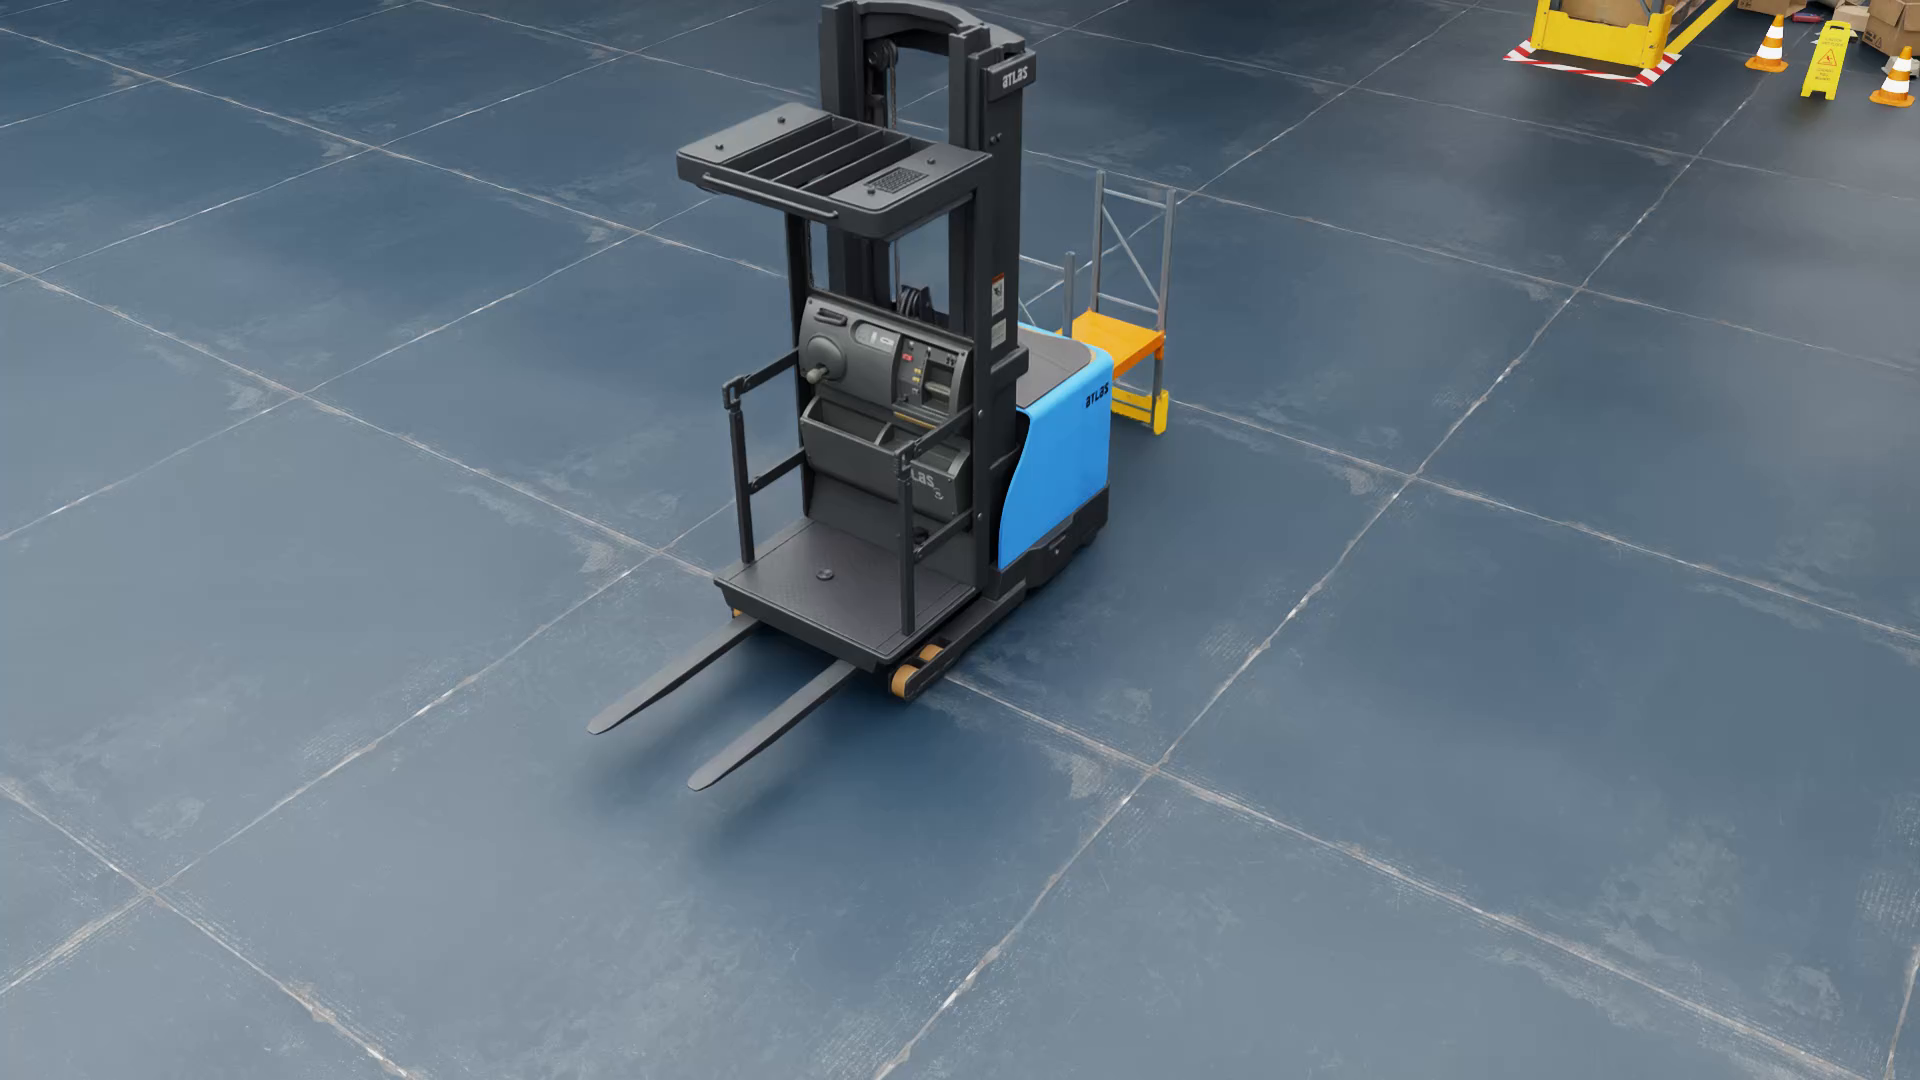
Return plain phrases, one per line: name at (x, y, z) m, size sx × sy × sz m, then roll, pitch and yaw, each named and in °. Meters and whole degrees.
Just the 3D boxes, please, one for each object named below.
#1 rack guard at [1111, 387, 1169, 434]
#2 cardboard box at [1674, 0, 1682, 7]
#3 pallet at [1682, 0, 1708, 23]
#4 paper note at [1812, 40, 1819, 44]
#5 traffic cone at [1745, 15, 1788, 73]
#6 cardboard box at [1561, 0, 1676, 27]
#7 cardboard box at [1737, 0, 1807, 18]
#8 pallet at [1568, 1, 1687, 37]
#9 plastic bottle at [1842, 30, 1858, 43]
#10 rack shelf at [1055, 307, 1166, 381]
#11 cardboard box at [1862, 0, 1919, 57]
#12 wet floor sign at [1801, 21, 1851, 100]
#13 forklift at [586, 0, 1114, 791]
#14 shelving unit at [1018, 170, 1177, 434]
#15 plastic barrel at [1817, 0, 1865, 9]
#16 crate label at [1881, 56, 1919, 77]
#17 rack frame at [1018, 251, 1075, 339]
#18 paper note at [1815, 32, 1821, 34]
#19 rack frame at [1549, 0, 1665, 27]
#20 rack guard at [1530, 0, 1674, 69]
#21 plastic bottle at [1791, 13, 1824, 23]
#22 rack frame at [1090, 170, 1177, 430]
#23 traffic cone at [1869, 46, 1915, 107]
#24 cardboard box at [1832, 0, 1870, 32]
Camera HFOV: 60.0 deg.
rack guard at (0.971, -0.843, 9.950) m, size 0.587 × 0.250 × 0.087 m, roll 22°, pitch 40°, yaw 29°
cardboard box at (6.852, -5.889, 16.478) m, size 0.875 × 0.875 × 0.875 m, roll 21°, pitch 39°, yaw 27°
pallet at (7.107, -5.653, 17.097) m, size 1.003 × 0.211 × 1.213 m, roll 21°, pitch 39°, yaw 28°
paper note at (8.285, -4.786, 15.977) m, size 0.142 × 0.017 × 0.144 m, roll -22°, pitch 40°, yaw -29°
traffic cone at (7.489, -4.596, 15.309) m, size 0.336 × 0.463 × 0.334 m, roll 21°, pitch 39°, yaw 28°
cardboard box at (6.352, -5.483, 15.878) m, size 0.875 × 0.875 × 0.875 m, roll 21°, pitch 40°, yaw 28°
cardboard box at (8.258, -5.620, 16.788) m, size 0.500 × 0.500 × 0.500 m, roll 29°, pitch 44°, yaw 36°
pallet at (6.411, -5.094, 16.270) m, size 1.003 × 0.211 × 1.213 m, roll 21°, pitch 39°, yaw 28°
plastic bottle at (8.595, -4.889, 16.100) m, size 0.133 × 0.061 × 0.283 m, roll 8°, pitch 35°, yaw 12°
rack shelf at (0.672, -0.983, 9.361) m, size 0.538 × 0.185 × 1.000 m, roll 22°, pitch 40°, yaw 29°
cardboard box at (9.065, -4.905, 15.729) m, size 0.797 × 0.503 × 0.637 m, roll -3°, pitch 34°, yaw -4°
wet floor sign at (7.630, -4.235, 14.612) m, size 0.267 × 0.644 × 0.232 m, roll 14°, pitch 37°, yaw 20°
forklift at (-0.480, -0.772, 7.450) m, size 1.130 × 2.935 × 3.031 m, roll 22°, pitch 40°, yaw 29°
shelving unit at (0.677, -1.136, 9.267) m, size 0.587 × 1.500 × 1.083 m, roll 22°, pitch 40°, yaw 29°
plastic barrel at (8.914, -5.618, 16.855) m, size 0.421 × 0.421 × 0.512 m, roll -9°, pitch 35°, yaw -13°
crate label at (8.621, -4.325, 15.200) m, size 0.250 × 0.136 × 0.298 m, roll 3°, pitch 34°, yaw 4°
rack frame at (0.372, -0.902, 8.921) m, size 0.500 × 1.500 × 0.032 m, roll 22°, pitch 40°, yaw 29°
paper note at (8.400, -4.948, 16.233) m, size 0.123 × 0.001 × 0.032 m, roll -15°, pitch 37°, yaw -21°
rack frame at (6.019, -5.856, 14.908) m, size 1.000 × 3.000 × 0.127 m, roll 21°, pitch 39°, yaw 28°
rack guard at (6.006, -4.810, 15.592) m, size 1.175 × 0.500 × 0.348 m, roll 21°, pitch 39°, yaw 28°
plastic bottle at (8.443, -5.197, 16.556) m, size 0.283 × 0.061 × 0.133 m, roll 8°, pitch 35°, yaw 12°
rack frame at (0.972, -1.362, 9.600) m, size 0.500 × 1.500 × 0.032 m, roll 22°, pitch 40°, yaw 29°
traffic cone at (8.223, -4.079, 14.544) m, size 0.336 × 0.463 × 0.334 m, roll 21°, pitch 39°, yaw 28°
cardboard box at (8.833, -5.185, 16.356) m, size 0.396 × 0.266 × 0.258 m, roll 29°, pitch 44°, yaw 36°
